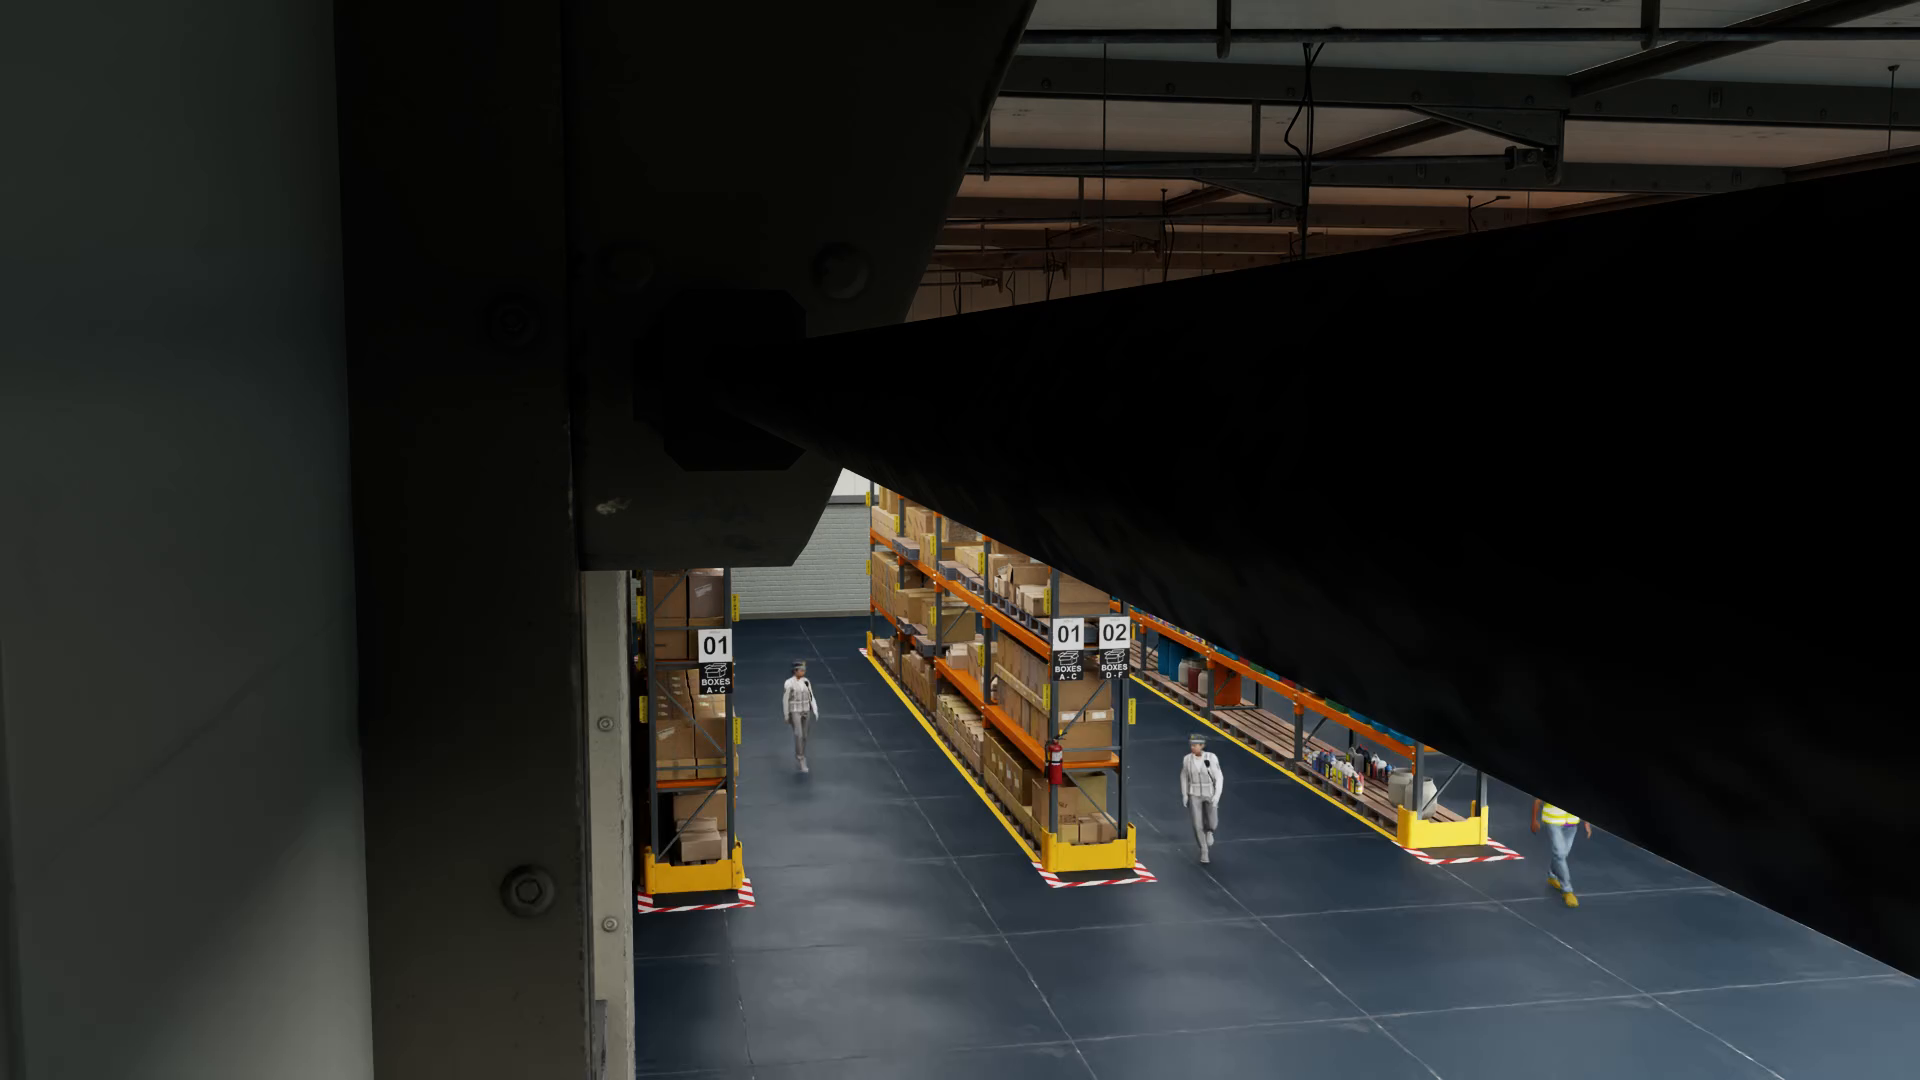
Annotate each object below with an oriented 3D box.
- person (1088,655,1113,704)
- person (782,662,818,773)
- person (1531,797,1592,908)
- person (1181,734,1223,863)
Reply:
[{"bbox_3d":[2.219,2.596,27.474,0.589,1.777,0.813,-1,6,-11],"label":"person"},{"bbox_3d":[-2.457,2.775,26.258,0.507,1.681,0.674,-4,7,-36],"label":"person"},{"bbox_3d":[7.200,3.388,19.811,0.601,1.750,0.881,-1,6,-7],"label":"person"},{"bbox_3d":[3.112,3.288,21.417,0.549,1.649,0.551,1,6,11],"label":"person"}]
